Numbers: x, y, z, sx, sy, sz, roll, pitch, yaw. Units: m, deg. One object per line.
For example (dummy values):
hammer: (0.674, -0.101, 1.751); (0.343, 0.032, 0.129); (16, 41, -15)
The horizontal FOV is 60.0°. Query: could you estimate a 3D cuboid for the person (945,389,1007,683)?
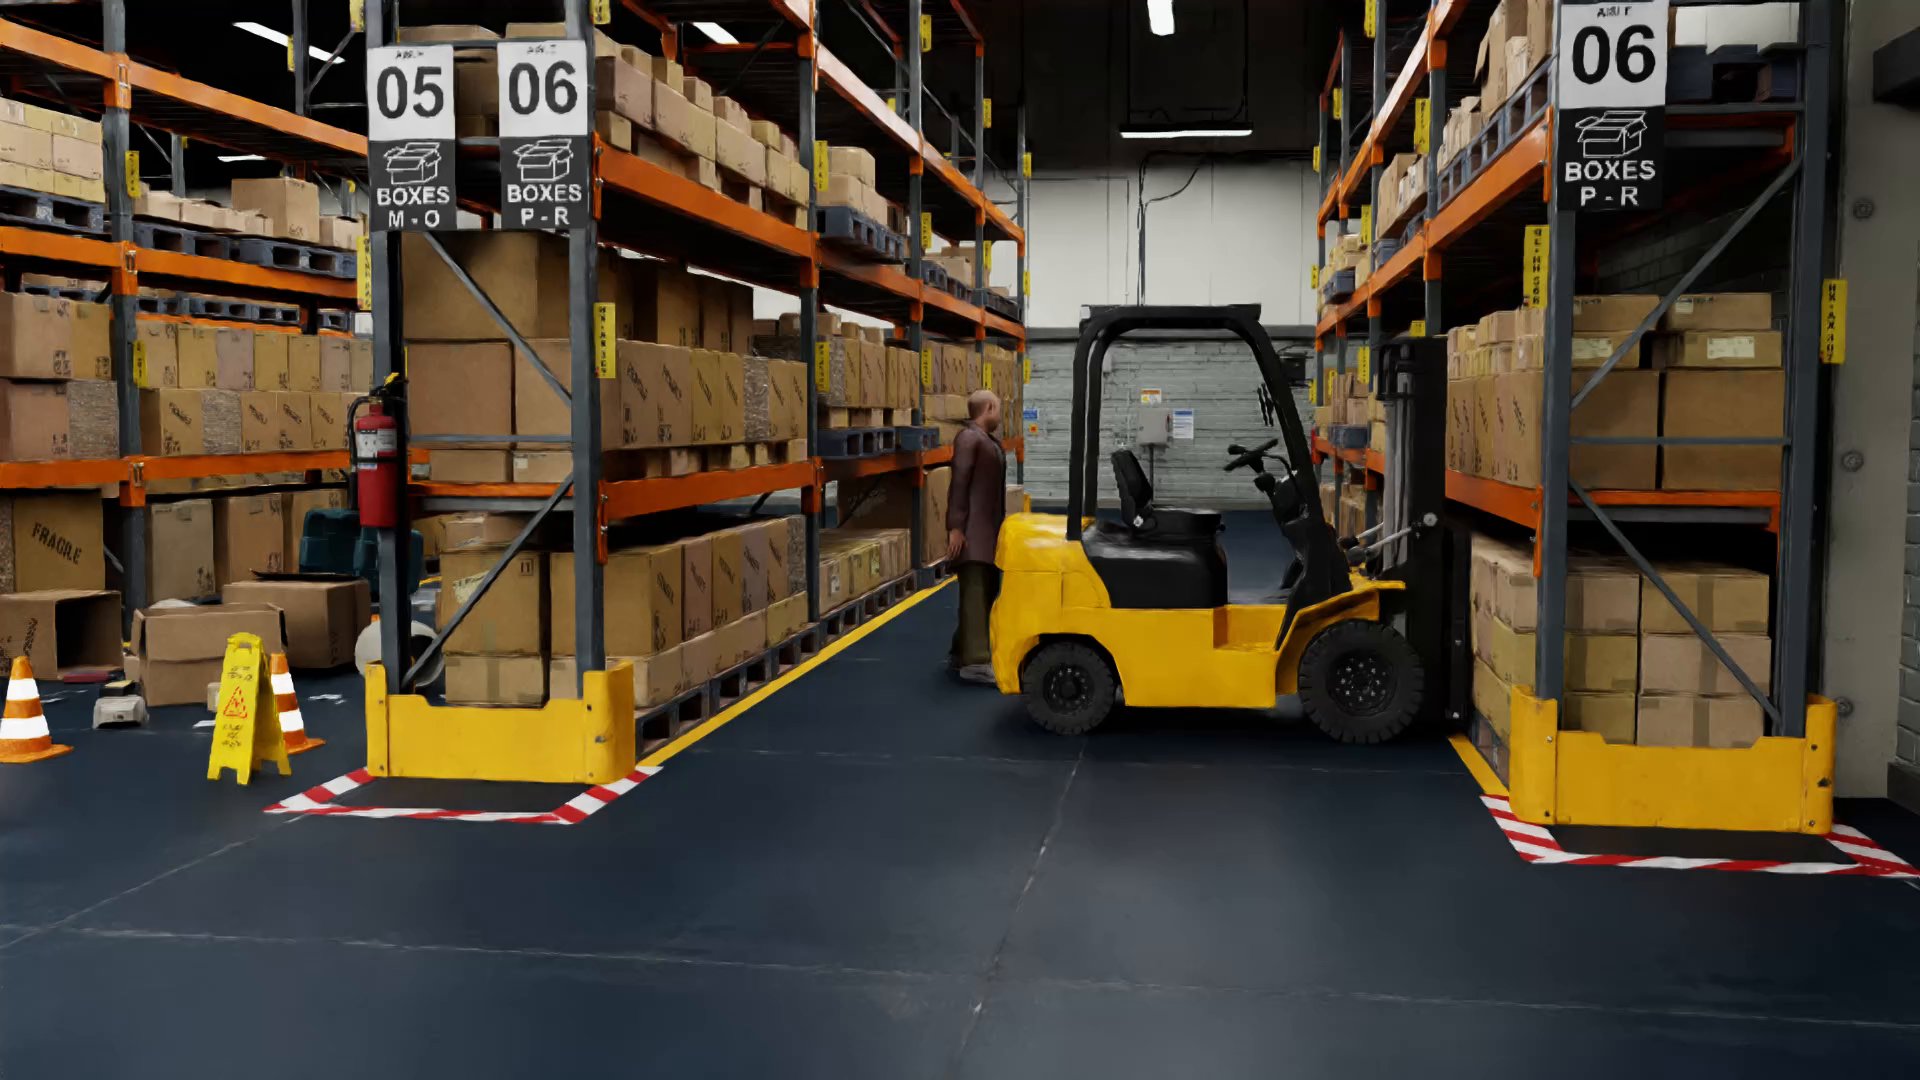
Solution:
person: (0.158, -0.030, 10.164); (0.654, 1.781, 0.691); (2, 5, 24)
